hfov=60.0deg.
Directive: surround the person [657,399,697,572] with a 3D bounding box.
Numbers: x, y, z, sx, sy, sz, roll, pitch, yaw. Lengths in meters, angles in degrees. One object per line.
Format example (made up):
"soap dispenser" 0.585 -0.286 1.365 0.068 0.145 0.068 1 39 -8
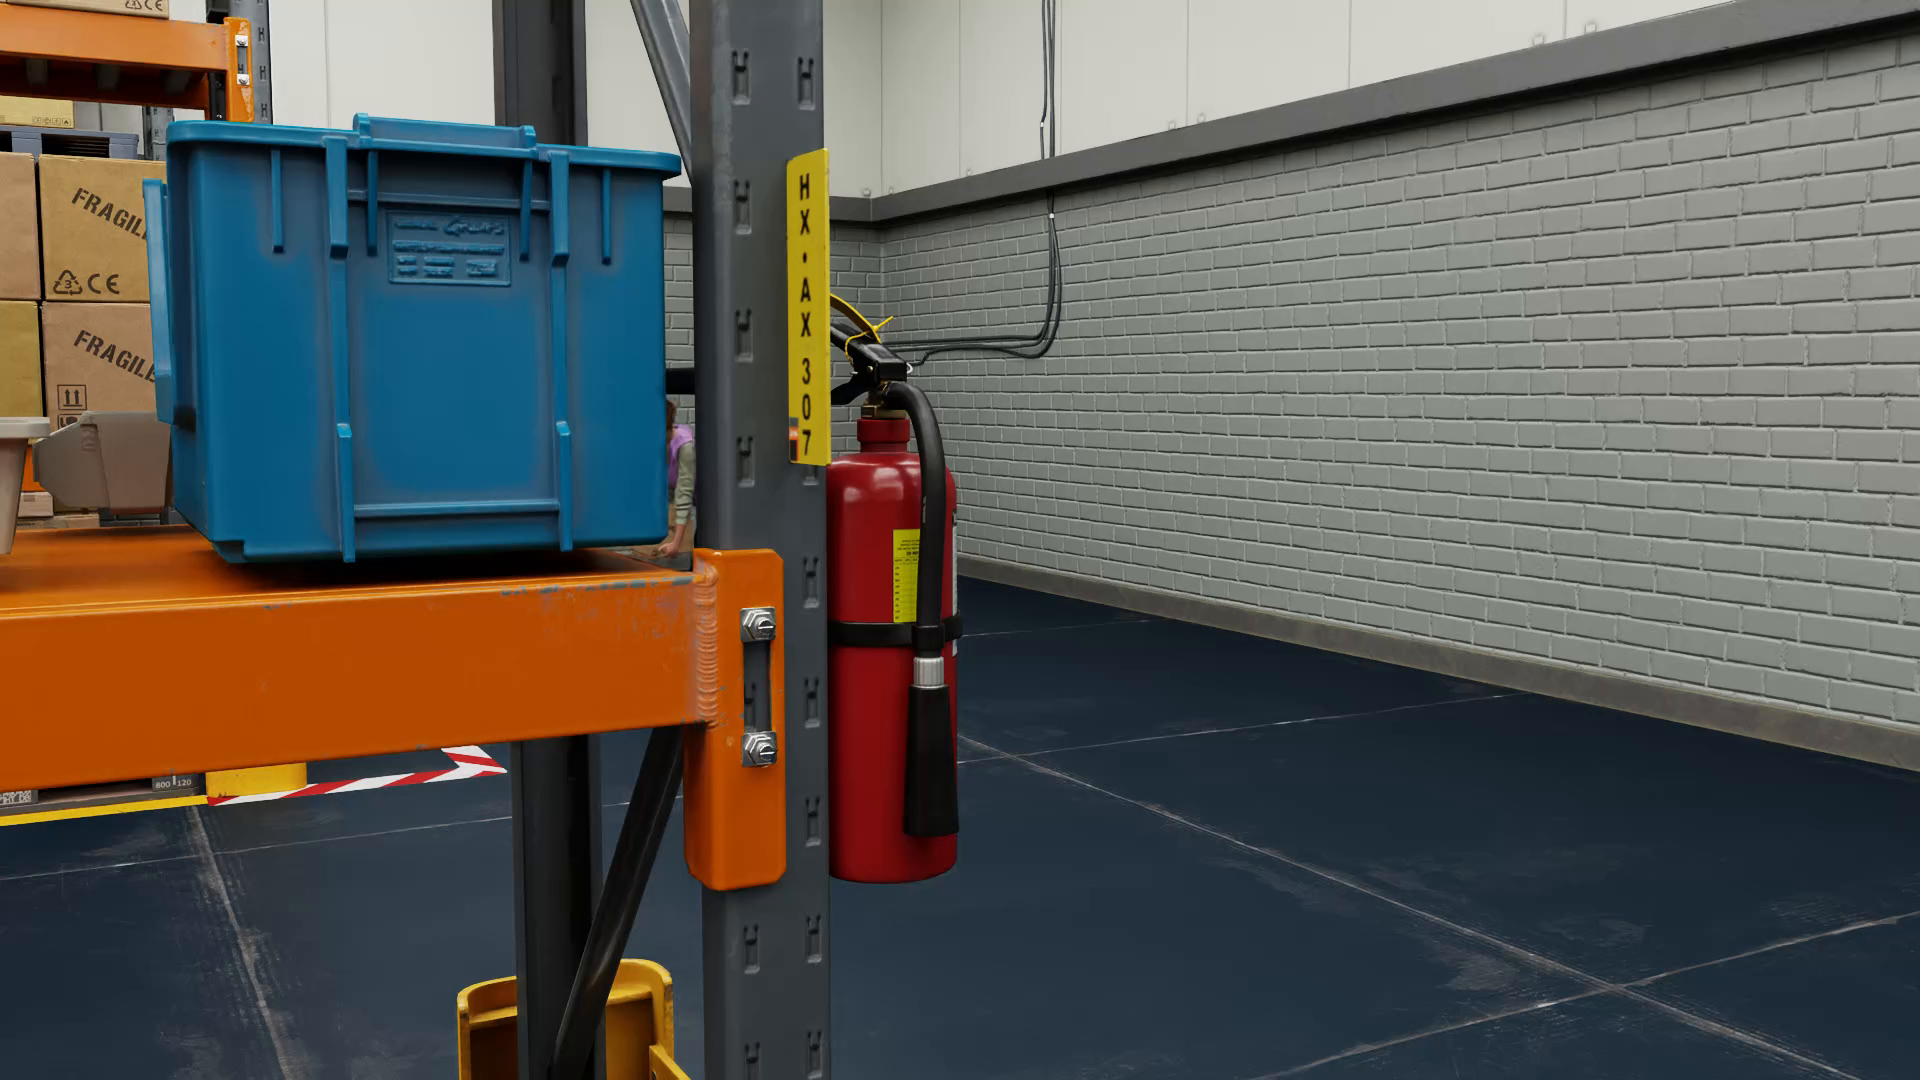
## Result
"person" -1.405 -0.022 8.752 0.636 1.458 0.373 -3 6 -30
